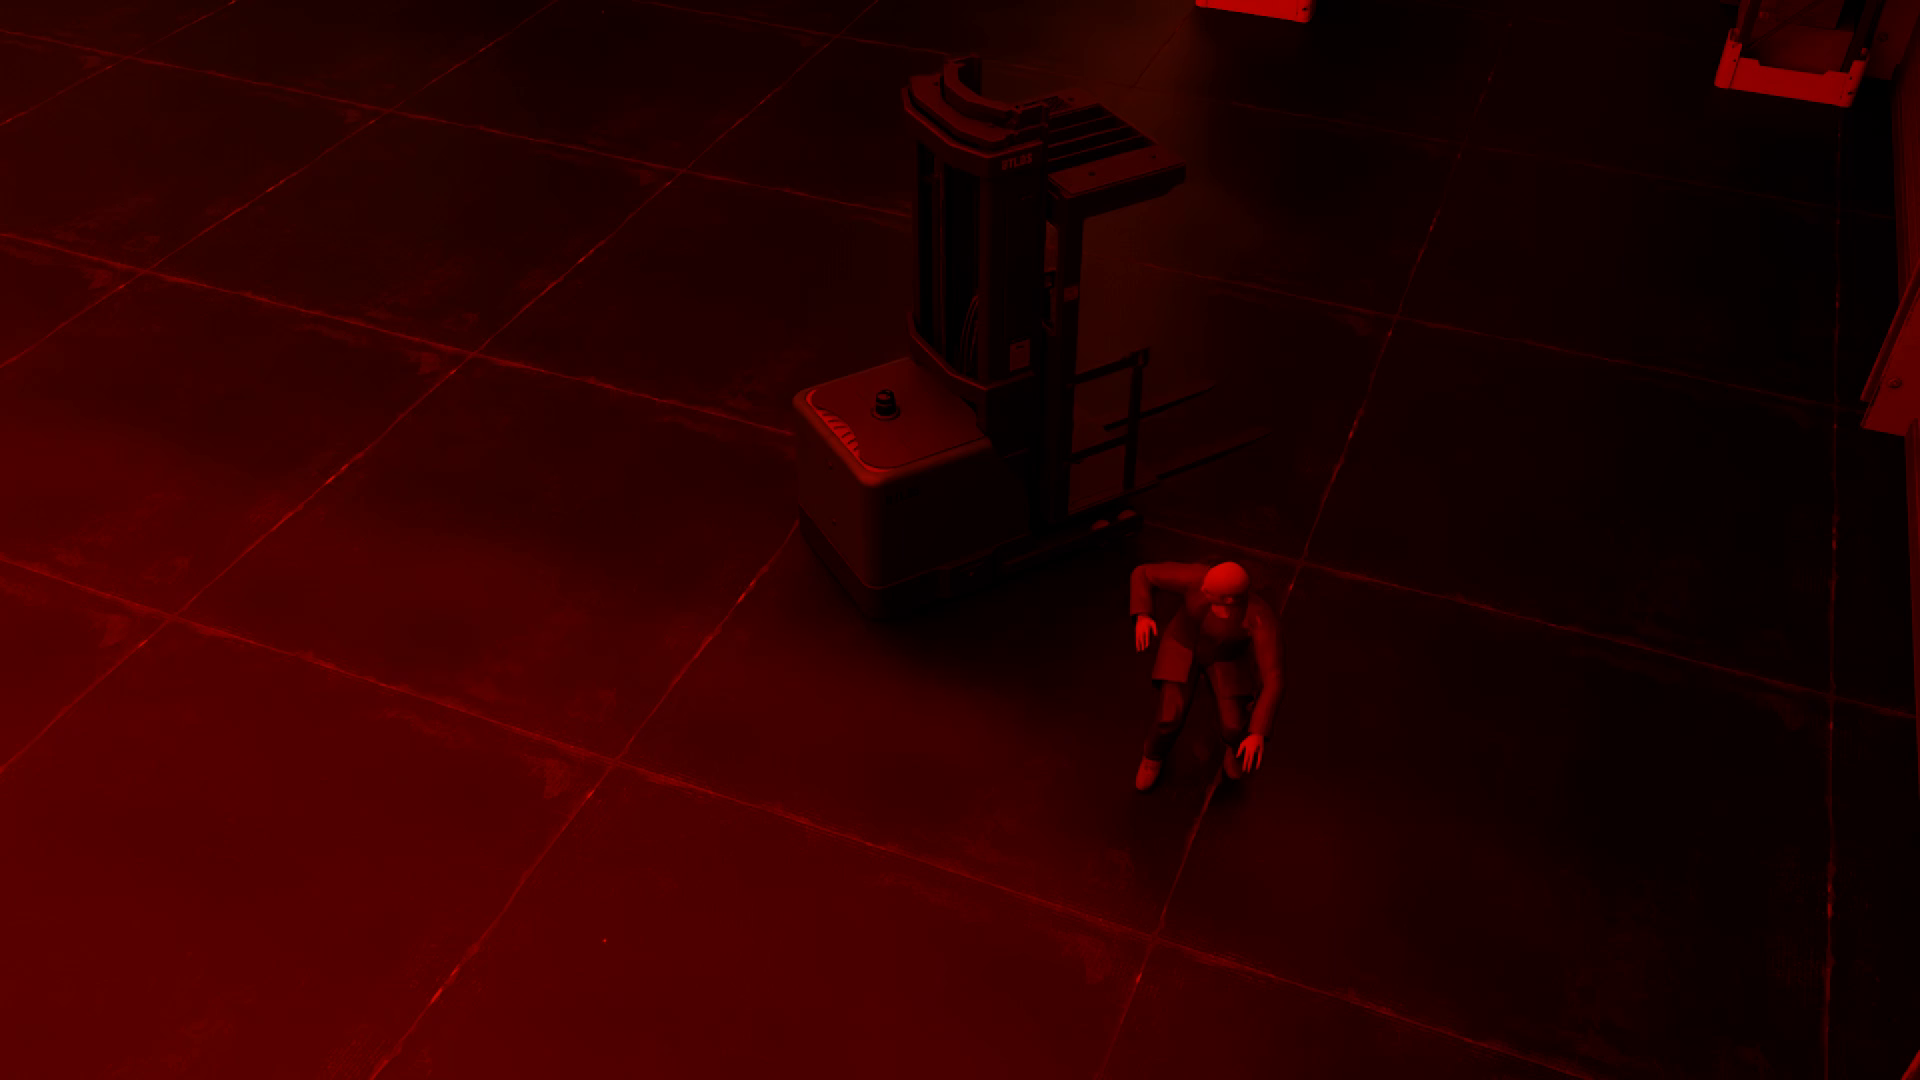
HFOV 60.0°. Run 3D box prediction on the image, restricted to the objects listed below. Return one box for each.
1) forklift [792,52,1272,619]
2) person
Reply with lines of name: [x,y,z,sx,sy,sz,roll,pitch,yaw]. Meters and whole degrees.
forklift: [0.547,-1.359,9.630,3.031,2.935,1.130,-20,44,-22]
person: [1.191,0.721,8.293,0.854,1.518,0.948,11,41,13]
